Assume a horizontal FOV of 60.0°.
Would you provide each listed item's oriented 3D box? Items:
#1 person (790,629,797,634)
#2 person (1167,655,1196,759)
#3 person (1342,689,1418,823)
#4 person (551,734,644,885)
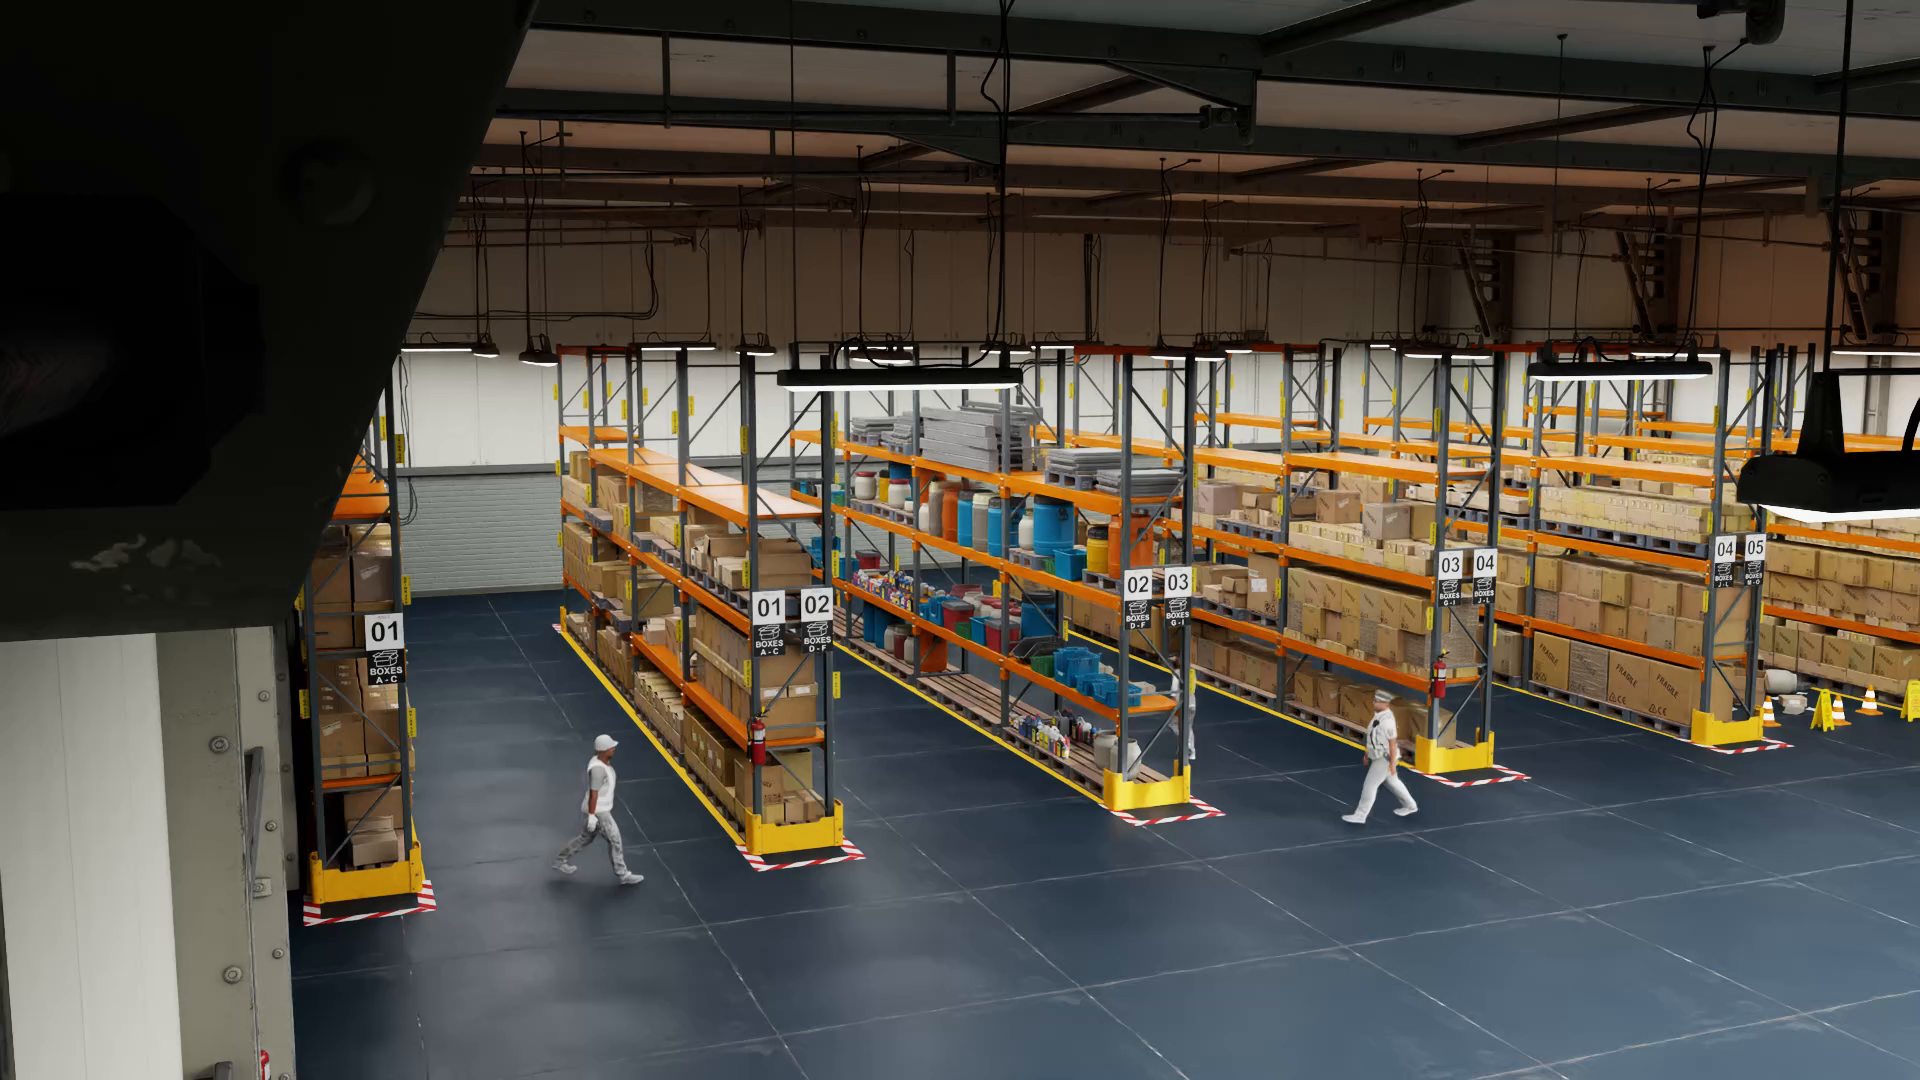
[{"bbox_3d":[-2.945,1.959,27.619,0.668,1.705,1.079,-4,8,-30],"label":"person"},{"bbox_3d":[3.307,2.458,24.752,0.519,1.500,0.754,-2,8,-17],"label":"person"},{"bbox_3d":[5.416,2.767,21.342,1.085,1.716,0.552,-1,7,-7],"label":"person"},{"bbox_3d":[-4.165,3.072,19.009,1.117,1.732,0.576,0,7,0],"label":"person"}]
